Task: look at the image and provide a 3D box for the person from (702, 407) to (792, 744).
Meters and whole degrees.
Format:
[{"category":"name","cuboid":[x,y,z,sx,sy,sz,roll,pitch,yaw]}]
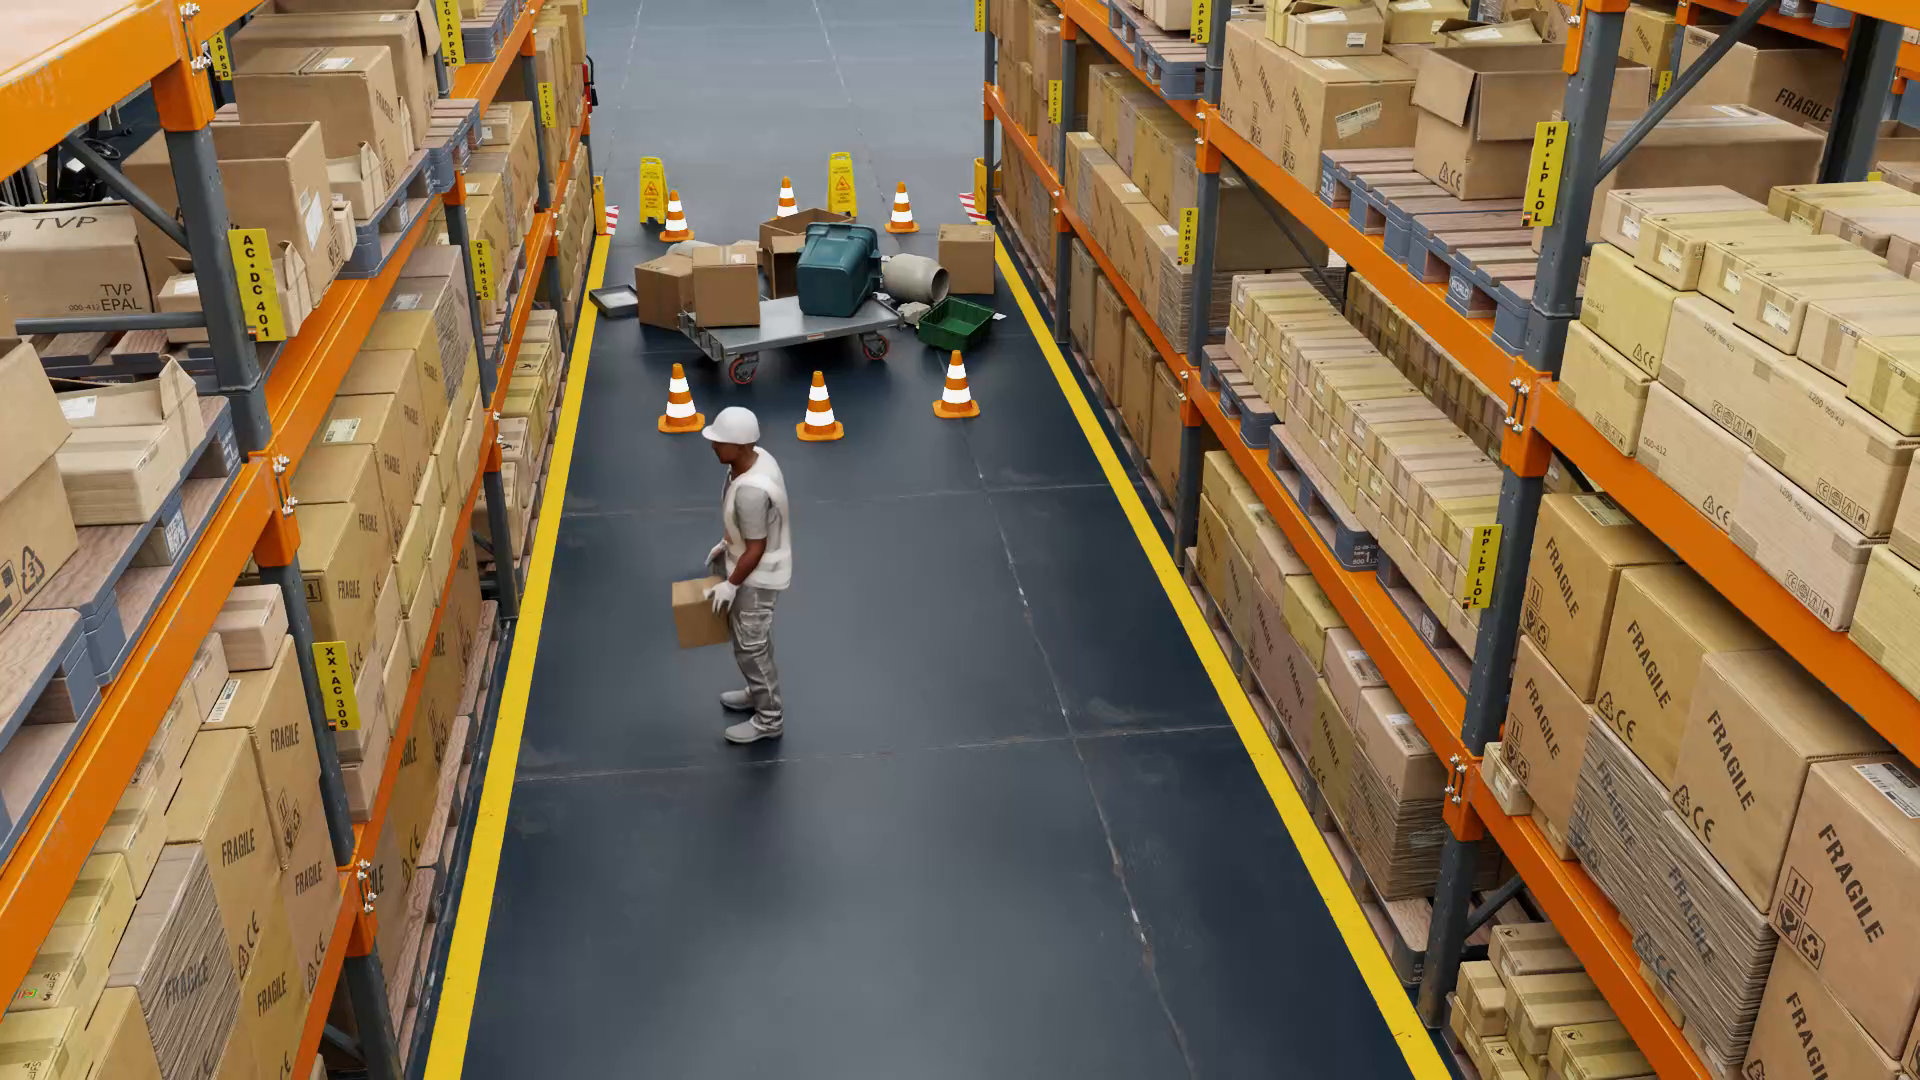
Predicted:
[{"category":"person","cuboid":[-1.051,0.163,8.273,0.430,1.784,0.565,-4,27,-8]}]
